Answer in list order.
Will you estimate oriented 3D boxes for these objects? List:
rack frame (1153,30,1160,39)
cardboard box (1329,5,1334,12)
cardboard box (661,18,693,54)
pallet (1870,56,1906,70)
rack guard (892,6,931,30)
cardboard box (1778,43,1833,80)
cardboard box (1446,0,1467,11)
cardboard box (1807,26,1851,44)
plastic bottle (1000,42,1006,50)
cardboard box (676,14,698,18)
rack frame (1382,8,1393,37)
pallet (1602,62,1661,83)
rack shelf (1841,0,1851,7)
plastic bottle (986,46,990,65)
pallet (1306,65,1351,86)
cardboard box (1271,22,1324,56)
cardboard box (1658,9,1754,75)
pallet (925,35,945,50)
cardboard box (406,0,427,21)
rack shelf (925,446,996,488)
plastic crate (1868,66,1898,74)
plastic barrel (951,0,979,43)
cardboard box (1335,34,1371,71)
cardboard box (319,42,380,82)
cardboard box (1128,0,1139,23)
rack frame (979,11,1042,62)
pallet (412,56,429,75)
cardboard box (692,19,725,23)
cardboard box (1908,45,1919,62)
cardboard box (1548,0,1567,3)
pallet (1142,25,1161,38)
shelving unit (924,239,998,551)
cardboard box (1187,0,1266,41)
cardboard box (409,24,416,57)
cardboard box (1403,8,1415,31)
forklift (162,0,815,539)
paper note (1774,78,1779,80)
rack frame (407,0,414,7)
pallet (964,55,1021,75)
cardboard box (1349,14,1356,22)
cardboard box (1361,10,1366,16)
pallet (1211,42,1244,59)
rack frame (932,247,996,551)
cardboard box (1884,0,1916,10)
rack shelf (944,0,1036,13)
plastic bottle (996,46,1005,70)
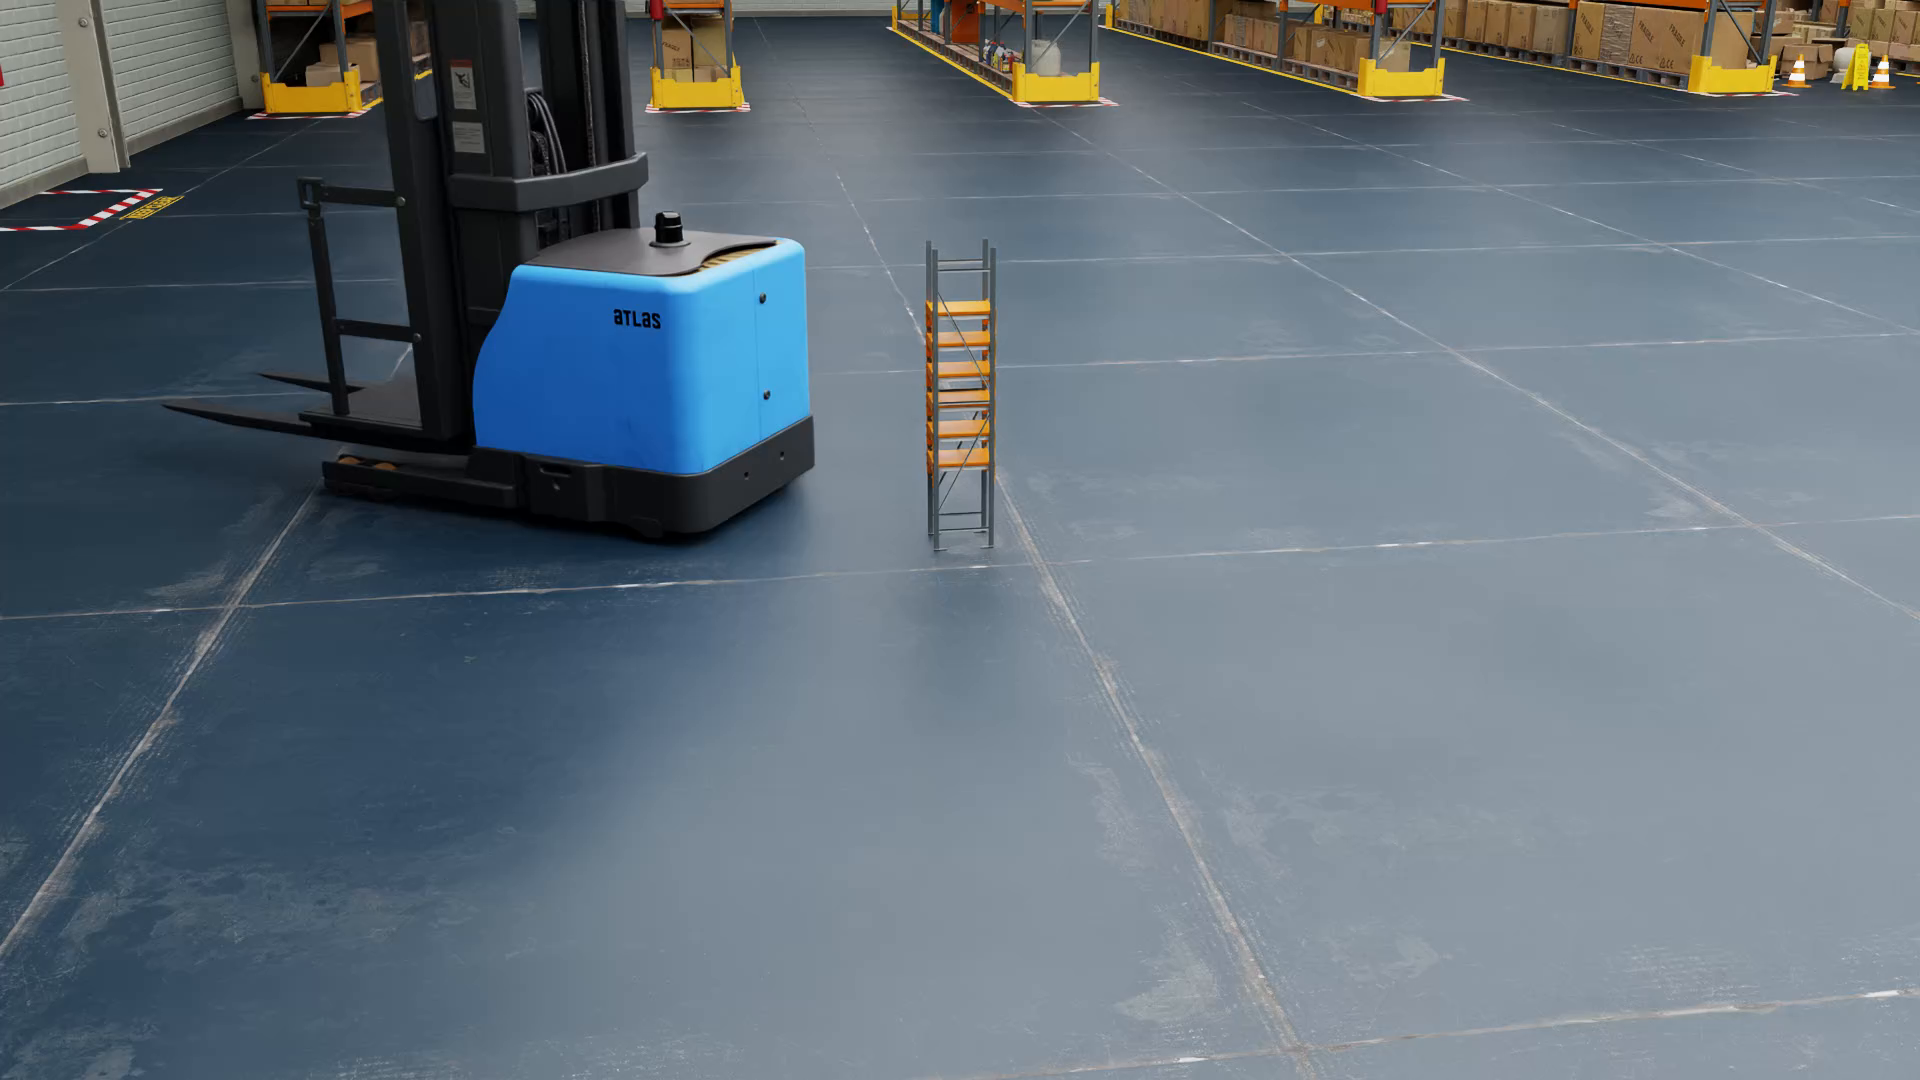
[{"bbox_3d":[4.550,-11.889,34.262,1.000,3.000,0.127,-3,21,-8],"label":"rack frame"},{"bbox_3d":[8.701,-12.198,38.138,0.380,0.149,0.250,-3,21,-8],"label":"cardboard box"},{"bbox_3d":[-4.263,-7.532,24.853,0.500,0.500,0.500,-3,21,-8],"label":"cardboard box"},{"bbox_3d":[15.641,-8.082,28.054,1.003,0.211,1.213,-3,21,-8],"label":"pallet"},{"bbox_3d":[-0.944,-11.861,37.759,1.175,0.500,0.348,-3,21,-8],"label":"rack guard"},{"bbox_3d":[13.328,-7.545,26.199,0.637,0.503,0.797,17,27,39],"label":"cardboard box"},{"bbox_3d":[9.691,-10.320,31.961,0.500,0.250,0.500,-3,21,-9],"label":"cardboard box"},{"bbox_3d":[15.431,-8.767,29.056,0.950,0.372,0.625,-3,21,-7],"label":"cardboard box"},{"bbox_3d":[0.650,-7.542,25.779,0.144,0.351,0.185,-3,21,-8],"label":"plastic bottle"},{"bbox_3d":[-5.044,-9.353,30.415,0.500,0.500,0.500,-2,21,-6],"label":"cardboard box"},{"bbox_3d":[9.473,-12.105,34.838,1.000,3.000,0.127,-3,21,-8],"label":"rack frame"},{"bbox_3d":[10.837,-7.338,26.061,1.003,0.211,1.213,-3,21,-8],"label":"pallet"},{"bbox_3d":[15.798,-8.590,26.456,1.077,0.370,4.000,-3,21,-8],"label":"rack shelf"},{"bbox_3d":[0.488,-7.557,25.926,0.152,0.276,0.135,-2,21,-6],"label":"plastic bottle"},{"bbox_3d":[6.014,-7.159,25.583,1.003,0.211,1.213,-3,21,-8],"label":"pallet"},{"bbox_3d":[5.636,-8.368,27.778,0.700,0.500,0.500,-5,21,-12],"label":"cardboard box"},{"bbox_3d":[11.039,-7.383,24.632,0.875,0.875,0.875,-3,21,-7],"label":"cardboard box"},{"bbox_3d":[-0.102,-9.641,32.227,1.003,0.211,1.213,-3,21,-8],"label":"pallet"},{"bbox_3d":[-9.555,-9.206,29.549,0.750,0.750,0.750,-3,21,-8],"label":"cardboard box"},{"bbox_3d":[0.002,-0.291,6.592,0.258,0.103,0.180,-3,21,-8],"label":"rack shelf"},{"bbox_3d":[14.924,-7.667,27.129,0.402,0.080,0.583,-11,23,-26],"label":"plastic crate"},{"bbox_3d":[0.138,-9.603,30.643,0.600,0.830,0.708,-3,21,-8],"label":"plastic barrel"},{"bbox_3d":[6.015,-7.400,25.215,0.500,0.500,0.500,-1,21,-3],"label":"cardboard box"},{"bbox_3d":[-8.574,-6.718,23.360,0.700,0.500,0.500,-4,21,-11],"label":"cardboard box"},{"bbox_3d":[4.276,-11.943,36.842,0.875,0.875,0.875,-3,21,-8],"label":"cardboard box"},{"bbox_3d":[0.802,-8.870,26.177,1.000,3.000,0.127,-3,21,-8],"label":"rack frame"},{"bbox_3d":[-9.295,-7.757,27.182,1.003,0.211,1.213,-3,21,-8],"label":"pallet"},{"bbox_3d":[-3.681,-7.385,24.460,0.500,0.500,0.500,-3,21,-8],"label":"cardboard box"},{"bbox_3d":[15.556,-7.770,26.562,0.500,0.250,0.500,-4,21,-10],"label":"cardboard box"},{"bbox_3d":[14.114,-12.231,38.237,0.875,0.438,0.875,-2,21,-6],"label":"cardboard box"},{"bbox_3d":[4.518,-10.850,35.465,1.003,0.211,1.213,-3,21,-8],"label":"pallet"},{"bbox_3d":[0.002,-0.557,6.493,0.258,1.200,0.189,-3,21,-8],"label":"shelving unit"},{"bbox_3d":[5.048,-9.946,31.495,1.225,0.875,0.875,-4,21,-10],"label":"cardboard box"},{"bbox_3d":[-9.364,-8.189,27.297,0.700,0.500,0.500,-3,21,-8],"label":"cardboard box"},{"bbox_3d":[9.395,-10.678,33.991,0.500,0.500,0.500,-2,21,-5],"label":"cardboard box"},{"bbox_3d":[-2.211,-1.697,7.070,3.031,2.935,1.130,8,22,22],"label":"forklift"},{"bbox_3d":[12.662,-7.172,25.878,0.144,0.017,0.142,4,21,11],"label":"paper note"},{"bbox_3d":[-9.578,-9.755,28.547,1.000,3.000,0.127,-3,21,-8],"label":"rack frame"},{"bbox_3d":[0.650,-7.833,27.388,1.003,0.211,1.213,-3,21,-8],"label":"pallet"},{"bbox_3d":[8.891,-11.618,37.010,0.380,0.149,0.250,-3,21,-8],"label":"cardboard box"},{"bbox_3d":[9.010,-11.562,36.435,0.380,0.149,0.250,-2,21,-6],"label":"cardboard box"},{"bbox_3d":[5.238,-8.928,30.317,1.003,0.211,1.213,-3,21,-8],"label":"pallet"},{"bbox_3d":[0.015,-0.525,6.408,0.240,1.200,0.006,-3,21,-8],"label":"rack frame"},{"bbox_3d":[15.362,-8.741,27.164,0.380,0.149,0.250,-2,21,-6],"label":"cardboard box"},{"bbox_3d":[0.514,-9.225,28.157,1.077,0.370,4.000,-3,21,-8],"label":"rack shelf"},{"bbox_3d":[0.623,-7.258,25.018,0.144,0.351,0.185,-2,21,-6],"label":"plastic bottle"}]
